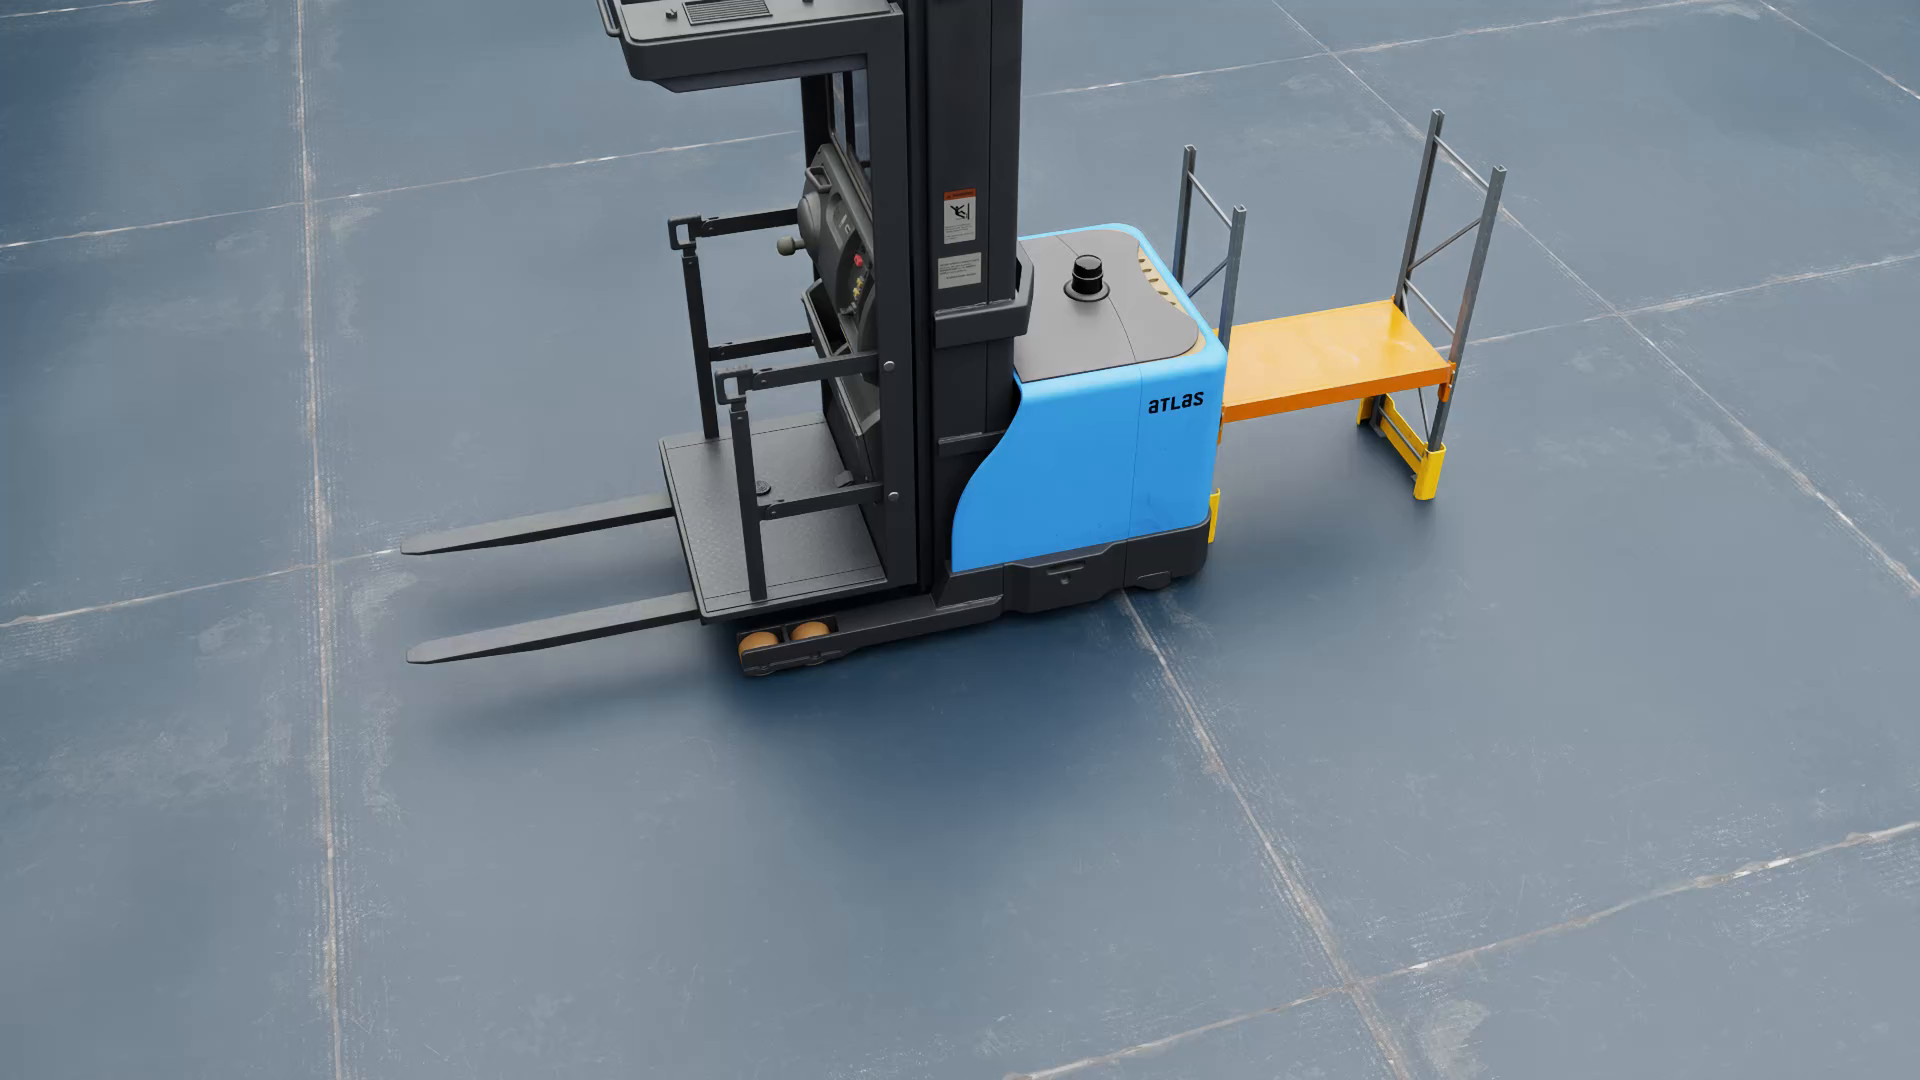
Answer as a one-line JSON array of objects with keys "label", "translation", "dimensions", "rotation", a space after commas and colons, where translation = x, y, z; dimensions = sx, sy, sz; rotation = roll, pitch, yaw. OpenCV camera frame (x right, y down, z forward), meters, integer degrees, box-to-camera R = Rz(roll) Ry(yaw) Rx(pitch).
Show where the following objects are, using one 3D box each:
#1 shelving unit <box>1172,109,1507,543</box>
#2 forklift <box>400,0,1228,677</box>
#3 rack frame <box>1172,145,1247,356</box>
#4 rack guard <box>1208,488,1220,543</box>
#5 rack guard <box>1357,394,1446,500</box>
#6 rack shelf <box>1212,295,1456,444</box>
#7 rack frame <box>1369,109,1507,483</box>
[{"label": "shelving unit", "translation": [1.392, -0.828, 6.558], "dimensions": [1.083, 1.500, 0.587], "rotation": [-11, 42, -12]}, {"label": "forklift", "translation": [-0.606, -0.988, 5.654], "dimensions": [3.031, 2.935, 1.130], "rotation": [-11, 42, -12]}, {"label": "rack frame", "translation": [0.913, -0.736, 6.452], "dimensions": [0.032, 1.500, 0.500], "rotation": [-11, 42, -12]}, {"label": "rack guard", "translation": [0.914, -0.265, 6.863], "dimensions": [0.087, 0.250, 0.587], "rotation": [-11, 42, -12]}, {"label": "rack guard", "translation": [1.870, -0.449, 7.074], "dimensions": [0.087, 0.250, 0.587], "rotation": [-11, 42, -12]}, {"label": "rack shelf", "translation": [1.401, -0.694, 6.678], "dimensions": [1.000, 0.185, 0.538], "rotation": [-11, 42, -12]}, {"label": "rack frame", "translation": [1.888, -0.923, 6.667], "dimensions": [0.032, 1.500, 0.500], "rotation": [-11, 42, -12]}]
